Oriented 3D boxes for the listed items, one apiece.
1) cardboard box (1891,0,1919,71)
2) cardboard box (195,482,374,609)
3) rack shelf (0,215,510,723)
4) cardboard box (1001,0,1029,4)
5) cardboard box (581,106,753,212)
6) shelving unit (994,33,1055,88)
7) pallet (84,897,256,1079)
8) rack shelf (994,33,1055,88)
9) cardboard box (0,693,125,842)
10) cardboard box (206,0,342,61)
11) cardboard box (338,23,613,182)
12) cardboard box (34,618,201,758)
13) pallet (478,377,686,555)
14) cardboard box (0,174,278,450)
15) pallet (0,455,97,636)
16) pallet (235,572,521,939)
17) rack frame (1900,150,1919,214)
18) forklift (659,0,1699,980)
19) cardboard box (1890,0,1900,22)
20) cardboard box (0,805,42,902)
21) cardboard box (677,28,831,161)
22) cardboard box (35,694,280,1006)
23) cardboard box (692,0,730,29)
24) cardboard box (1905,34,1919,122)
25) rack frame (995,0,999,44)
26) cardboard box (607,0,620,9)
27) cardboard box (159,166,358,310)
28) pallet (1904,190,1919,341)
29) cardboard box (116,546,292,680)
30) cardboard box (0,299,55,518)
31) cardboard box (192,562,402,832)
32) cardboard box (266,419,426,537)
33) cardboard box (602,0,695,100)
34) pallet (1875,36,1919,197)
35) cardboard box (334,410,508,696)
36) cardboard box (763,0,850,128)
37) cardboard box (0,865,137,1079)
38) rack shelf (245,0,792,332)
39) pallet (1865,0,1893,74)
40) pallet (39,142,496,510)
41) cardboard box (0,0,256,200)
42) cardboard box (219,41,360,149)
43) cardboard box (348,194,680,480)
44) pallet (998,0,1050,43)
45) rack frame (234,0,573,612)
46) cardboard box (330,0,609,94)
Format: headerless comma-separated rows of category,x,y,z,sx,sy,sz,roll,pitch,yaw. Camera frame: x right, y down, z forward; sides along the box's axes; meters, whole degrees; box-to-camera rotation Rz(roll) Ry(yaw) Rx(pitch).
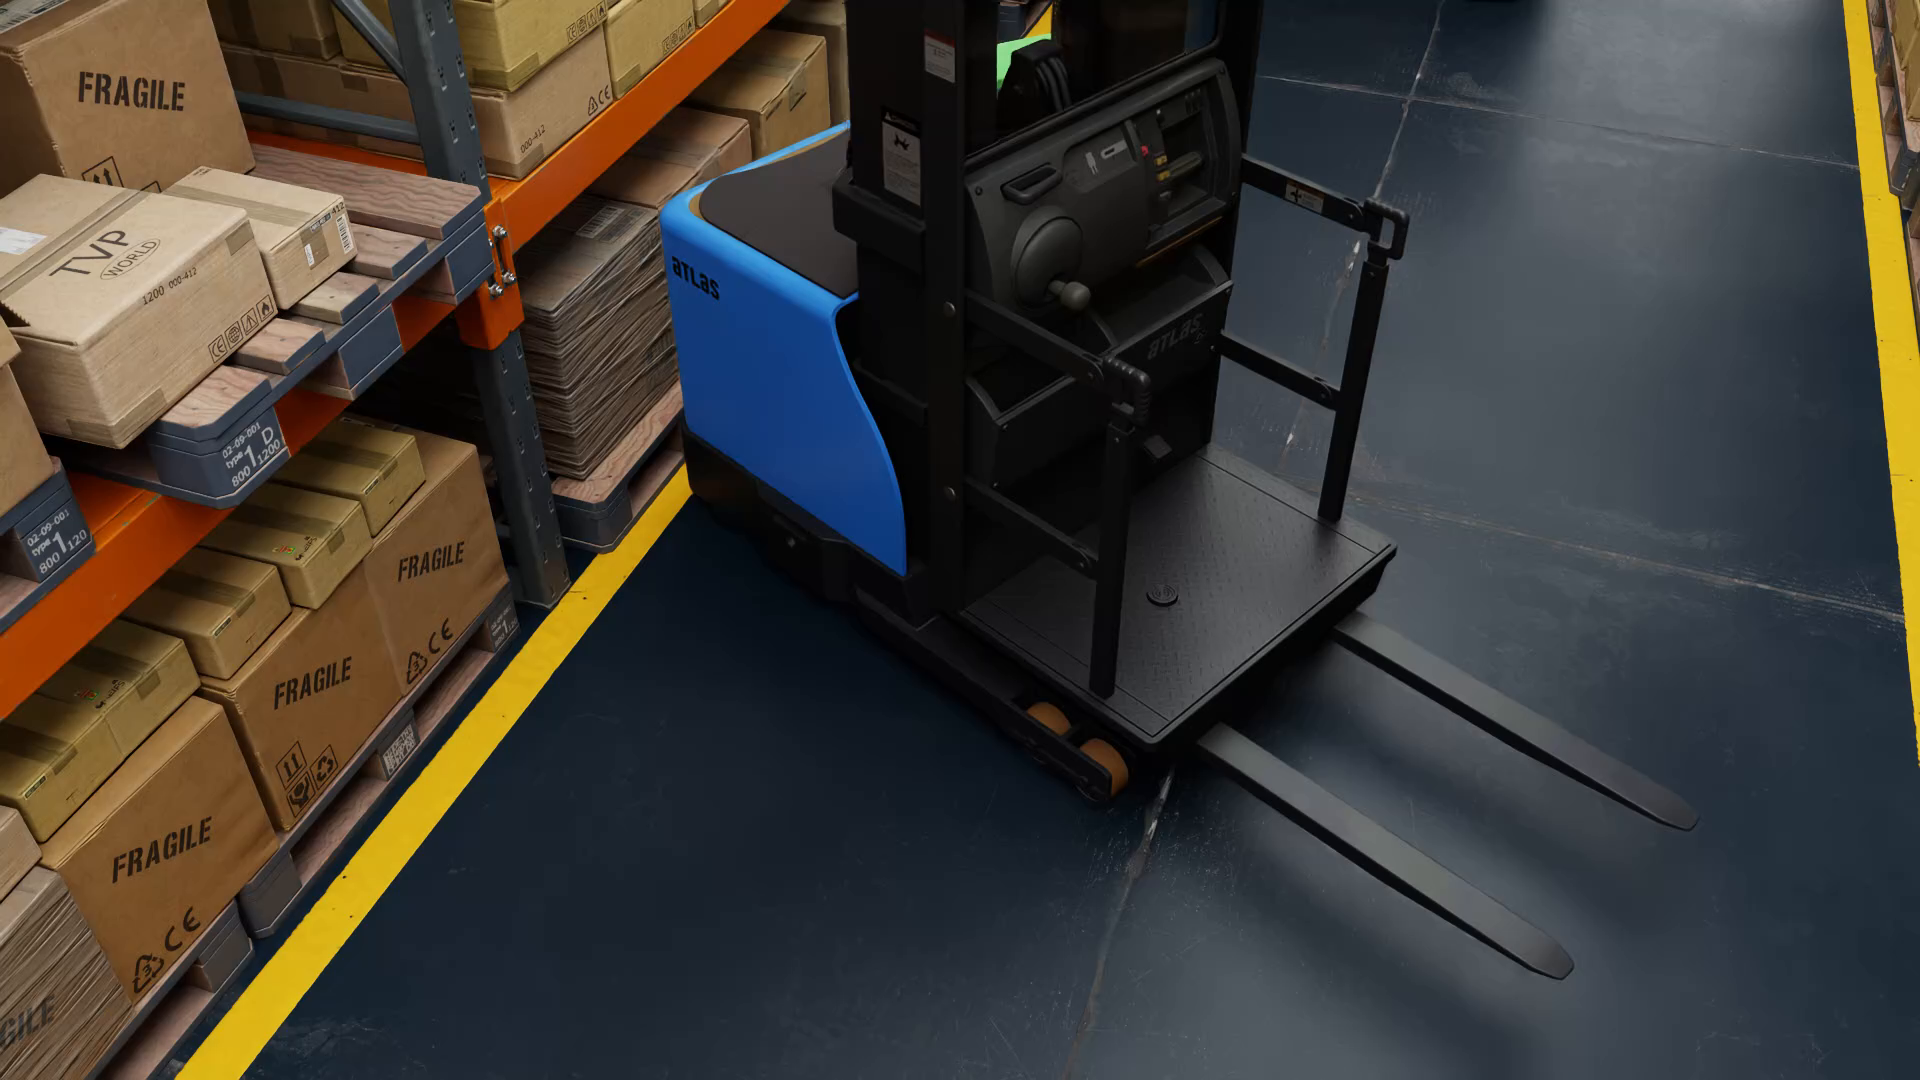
cardboard box,4.479,-2.276,7.401,0.500,0.250,0.500,12,42,14
cardboard box,-1.672,0.001,4.041,0.380,0.149,0.250,11,42,13
rack shelf,-2.361,0.419,3.002,1.077,0.370,4.000,13,42,15
cardboard box,0.168,-2.849,8.074,0.500,0.250,0.500,14,42,16
cardboard box,-1.234,-1.108,5.744,0.875,0.625,0.625,15,43,16
shelving unit,0.256,-1.239,5.777,0.503,1.200,0.258,-17,43,-19
pallet,-2.386,1.175,3.710,1.003,0.211,1.213,13,42,15
rack shelf,0.256,-1.555,5.507,0.480,0.148,0.258,-17,43,-19
cardboard box,-2.021,0.455,3.508,0.380,0.149,0.250,13,42,14
cardboard box,-1.784,-1.543,4.478,0.500,0.250,0.500,14,42,16
cardboard box,-1.295,-1.234,4.501,0.500,0.250,0.500,13,42,15
cardboard box,-1.936,0.303,3.687,0.380,0.149,0.250,14,43,16
pallet,-1.358,-0.507,5.682,1.003,0.211,1.213,13,42,15
cardboard box,-1.733,-0.462,3.272,0.500,0.250,0.500,11,42,13
pallet,-2.337,0.186,2.869,1.003,0.211,1.213,13,42,15
pallet,-1.968,0.433,4.579,1.003,0.211,1.213,13,42,15
rack frame,4.357,-2.415,5.769,1.000,3.000,0.127,13,42,15
forklift,0.522,-0.802,3.932,3.031,2.935,1.130,33,50,33
cardboard box,4.657,-2.585,7.764,0.500,0.250,0.500,14,42,16
cardboard box,-2.087,0.630,3.303,0.380,0.149,0.250,11,42,13
cardboard box,-1.004,-1.519,6.226,0.875,0.625,0.625,12,42,13
cardboard box,-1.977,0.645,3.785,0.500,0.500,0.500,15,43,17
cardboard box,-0.949,-1.855,5.229,0.500,0.250,0.500,12,42,14
cardboard box,4.306,-1.949,7.018,0.500,0.250,0.500,15,43,17
rack frame,-0.309,-3.514,7.058,1.000,3.000,0.127,13,42,15
cardboard box,-1.123,-1.729,4.696,0.500,0.250,0.500,15,43,16
cardboard box,-1.541,-0.653,3.574,0.380,0.149,0.250,14,42,16
pallet,4.092,-0.879,6.117,1.003,0.211,1.213,13,42,15
cardboard box,-1.803,0.152,3.864,0.380,0.149,0.250,12,42,14
cardboard box,-2.061,-0.237,2.813,0.797,0.503,0.637,12,42,14
cardboard box,-1.800,0.325,4.160,0.500,0.500,0.500,13,42,14
cardboard box,-1.608,-0.173,4.244,0.380,0.149,0.250,11,42,13
cardboard box,-1.119,-1.539,4.859,0.500,0.250,0.500,12,42,14
pallet,4.553,-1.771,7.164,1.003,0.211,1.213,13,42,15
cardboard box,-1.619,0.022,4.515,0.500,0.500,0.500,14,43,16
cardboard box,-0.749,-1.978,6.764,0.875,0.625,0.625,13,42,15
cardboard box,-2.137,0.966,3.409,0.500,0.500,0.500,12,42,14
rack shelf,-0.993,-2.021,5.862,1.077,0.370,4.000,13,42,15
pallet,4.969,-2.518,8.039,1.003,0.211,1.213,13,42,15
pallet,-1.842,-0.572,3.758,1.213,0.211,1.003,13,42,15
cardboard box,-2.000,-0.993,3.702,0.500,0.500,0.500,15,43,17
cardboard box,-1.763,-1.348,4.635,0.500,0.250,0.500,12,42,14
cardboard box,-1.451,-0.708,5.275,0.875,0.625,0.625,15,43,16
pallet,0.002,-2.929,8.520,1.003,0.211,1.213,13,42,15
rack frame,-1.677,-1.074,4.198,1.000,3.000,0.127,13,42,15
cardboard box,-1.272,-1.418,4.332,0.500,0.250,0.500,13,42,15
